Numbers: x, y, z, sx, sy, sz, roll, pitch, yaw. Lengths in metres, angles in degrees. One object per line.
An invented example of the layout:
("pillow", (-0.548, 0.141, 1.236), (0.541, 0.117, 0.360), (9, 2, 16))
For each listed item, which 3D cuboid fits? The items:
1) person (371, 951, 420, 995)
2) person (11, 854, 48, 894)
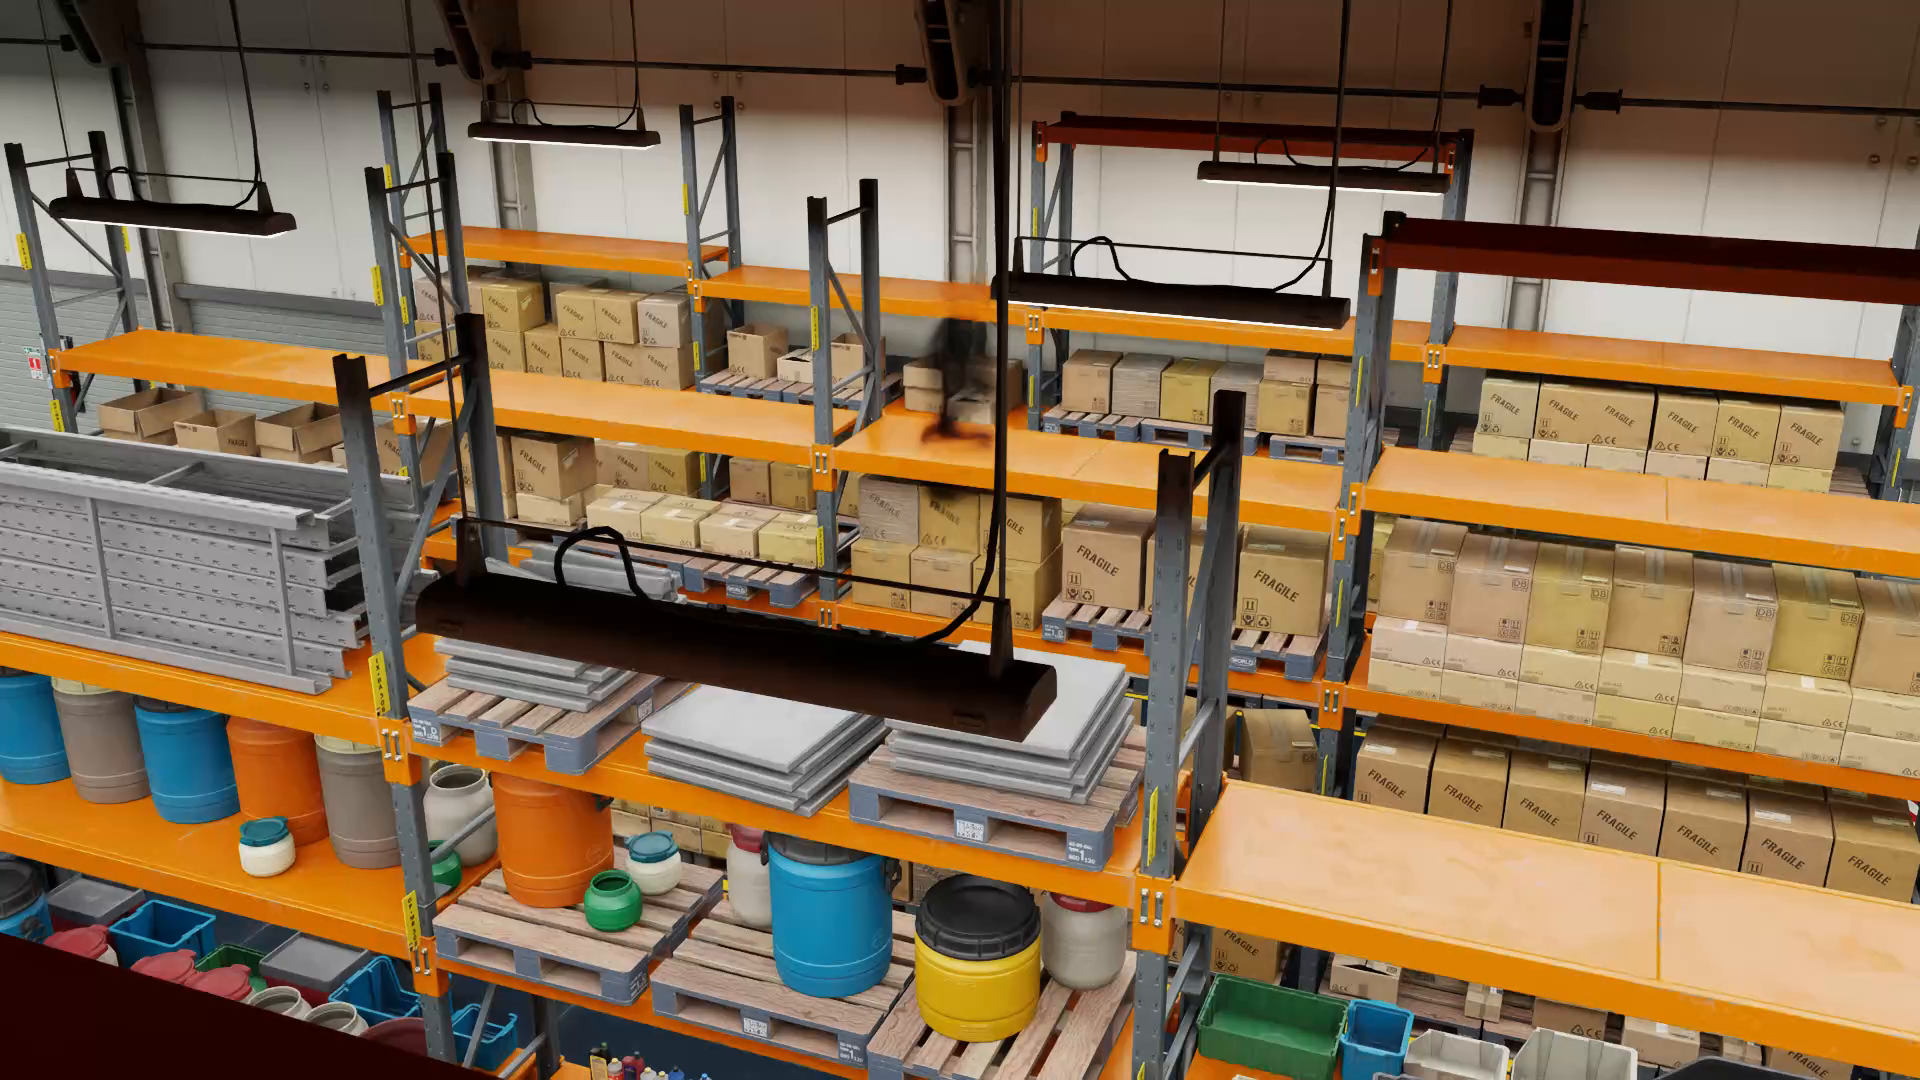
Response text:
("person", (-4.419, 2.756, 12.792), (0.931, 1.704, 0.647), (8, 22, 20))
("person", (-7.704, 2.463, 13.734), (0.680, 1.512, 0.495), (10, 23, 24))
